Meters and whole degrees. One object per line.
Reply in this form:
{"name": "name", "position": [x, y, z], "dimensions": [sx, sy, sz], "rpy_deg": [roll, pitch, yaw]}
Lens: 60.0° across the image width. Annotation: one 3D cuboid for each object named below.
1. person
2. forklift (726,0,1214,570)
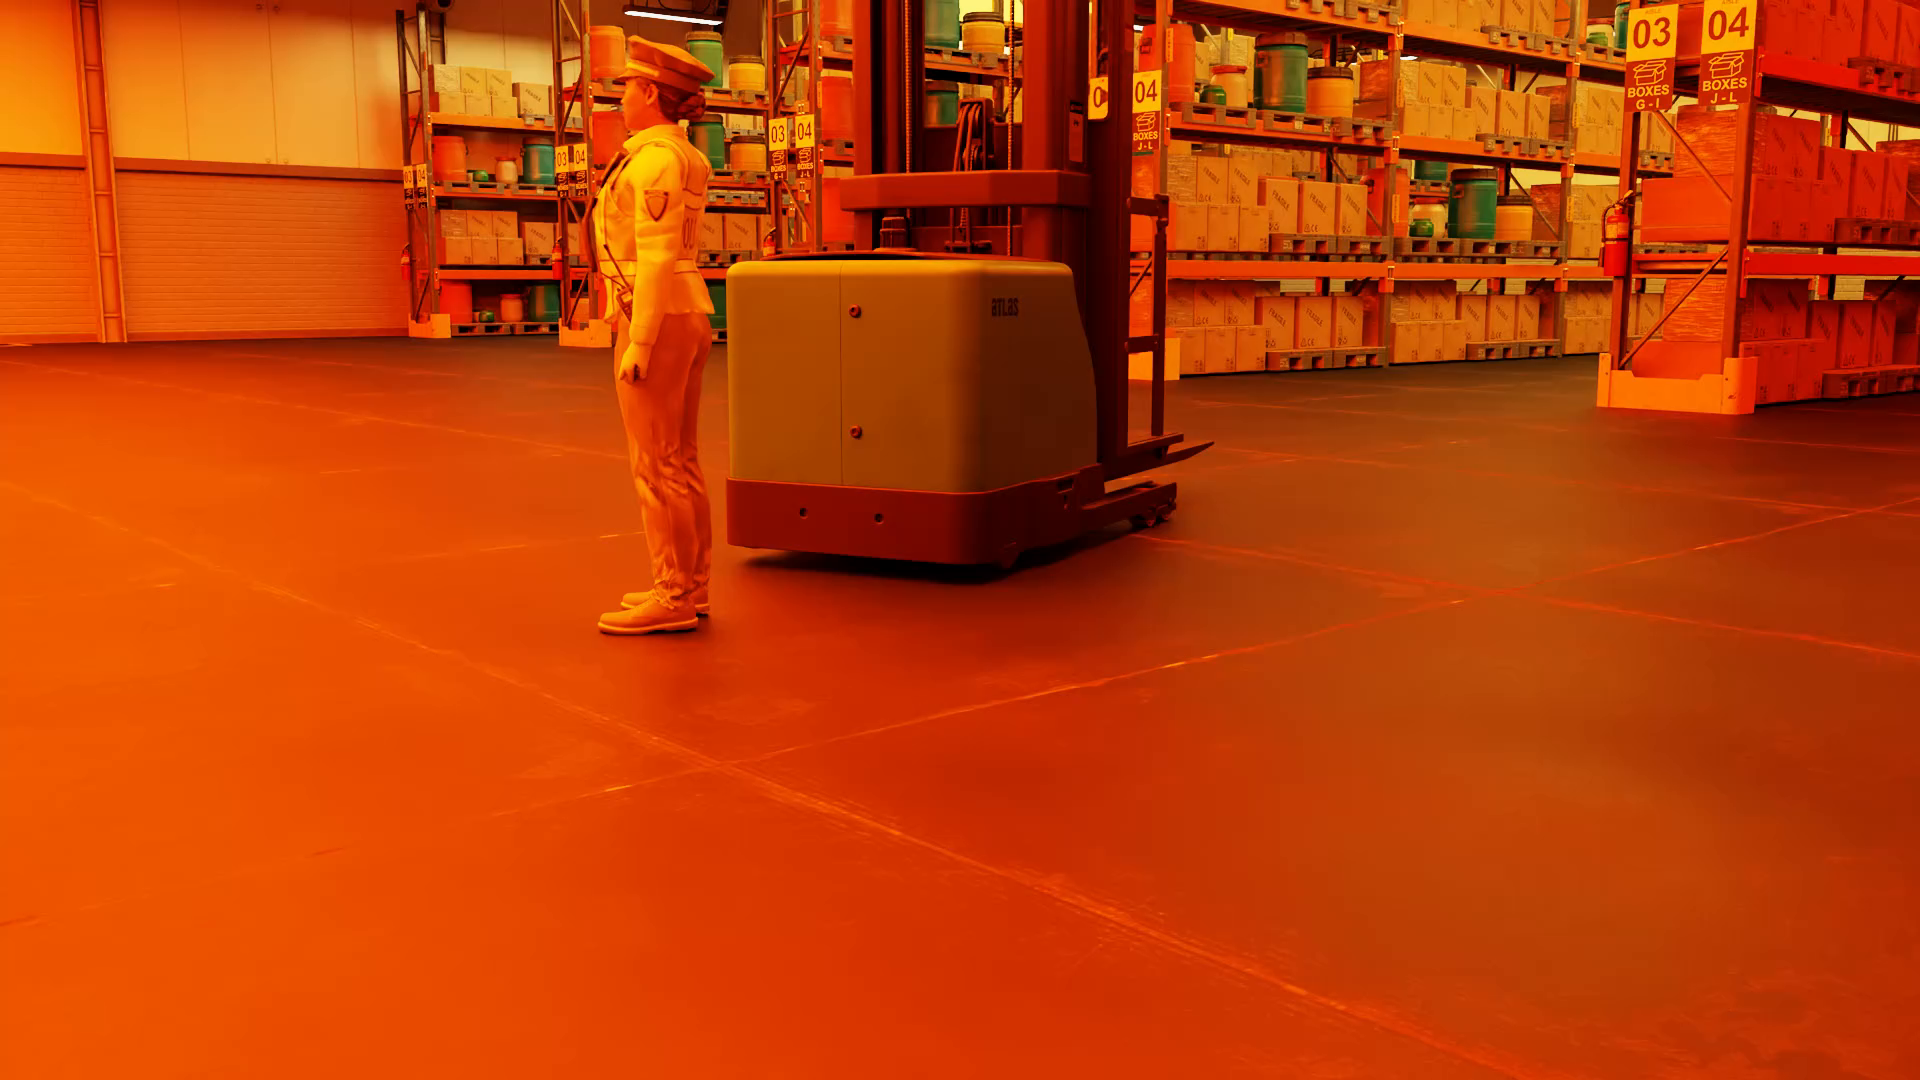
{"name": "person", "position": [-0.873, -0.587, 4.815], "dimensions": [0.357, 1.693, 0.457], "rpy_deg": [0, 9, 3]}
{"name": "forklift", "position": [0.275, -1.531, 6.852], "dimensions": [1.130, 2.935, 3.031], "rpy_deg": [4, 10, 26]}
